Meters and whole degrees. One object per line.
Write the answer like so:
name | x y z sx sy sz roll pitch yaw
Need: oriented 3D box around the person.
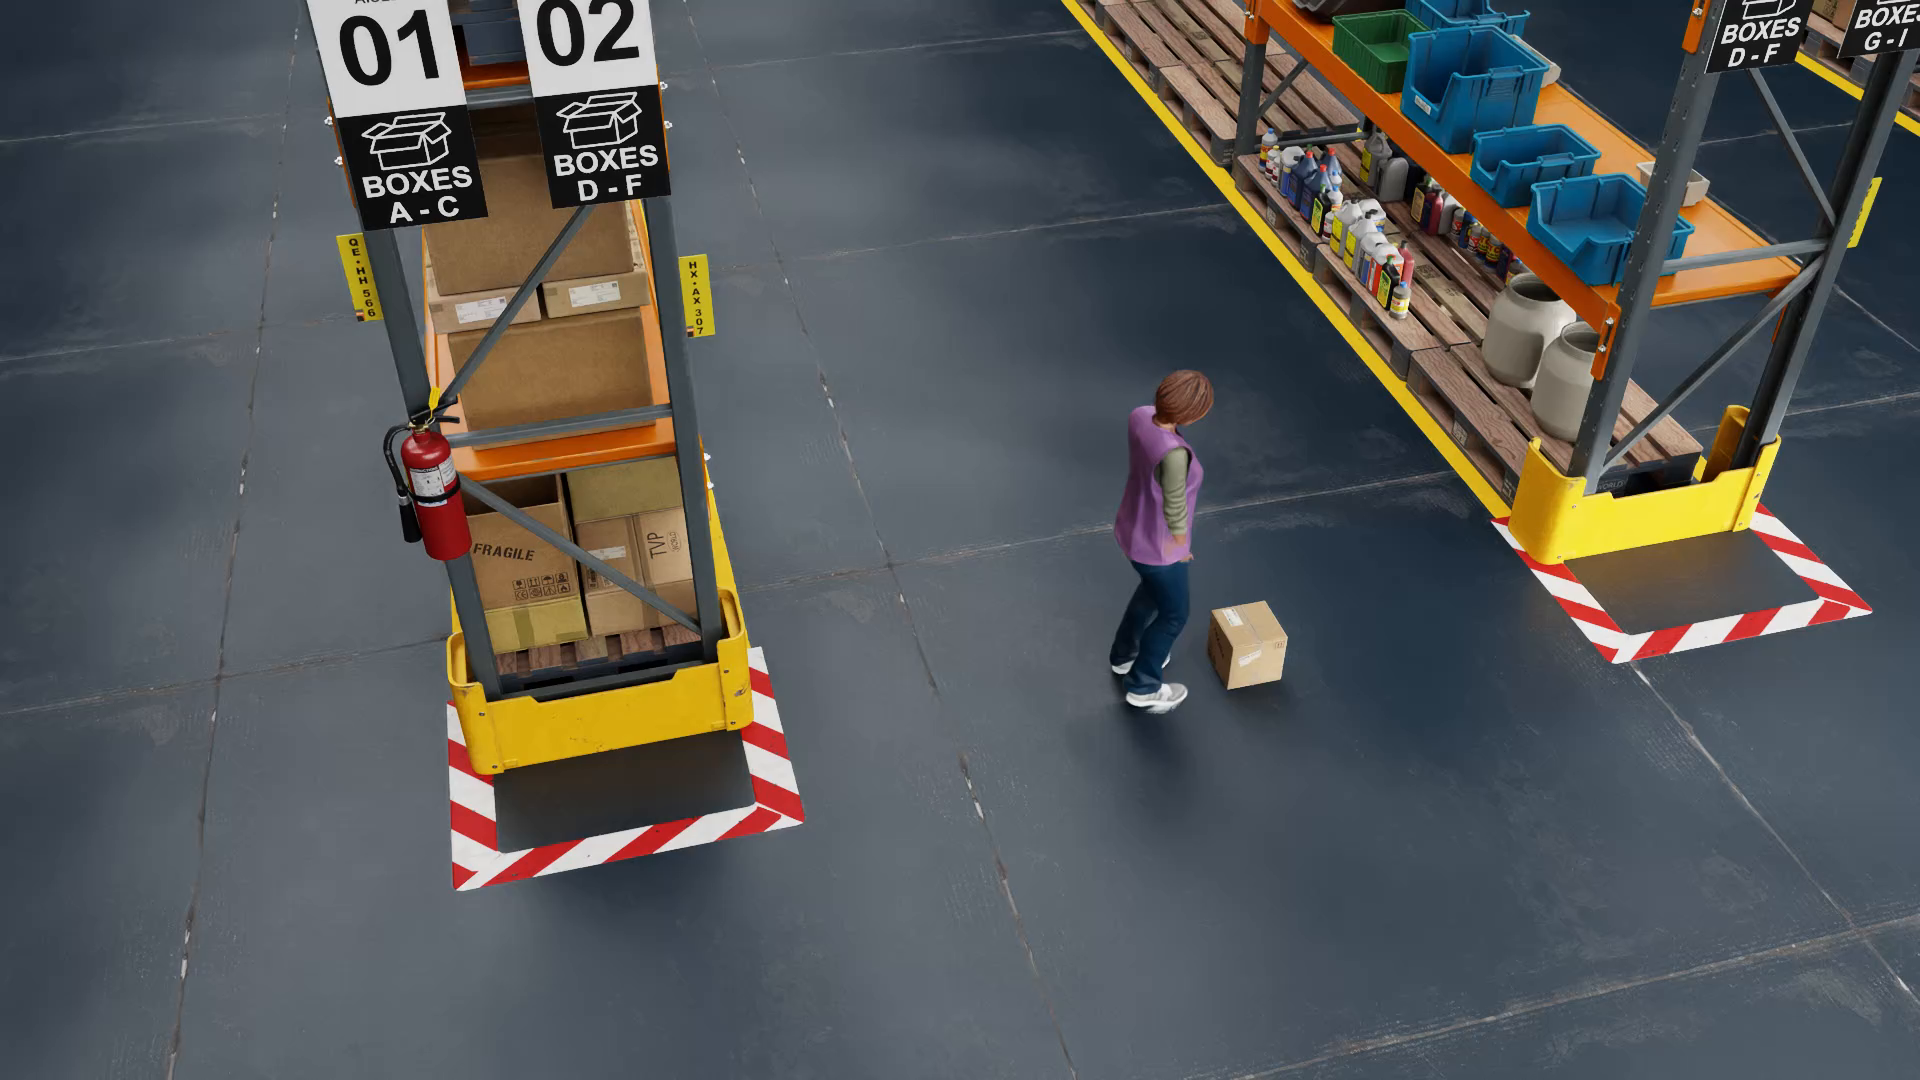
person | 0.798 -0.002 6.760 0.341 1.563 0.417 -9 40 -11
